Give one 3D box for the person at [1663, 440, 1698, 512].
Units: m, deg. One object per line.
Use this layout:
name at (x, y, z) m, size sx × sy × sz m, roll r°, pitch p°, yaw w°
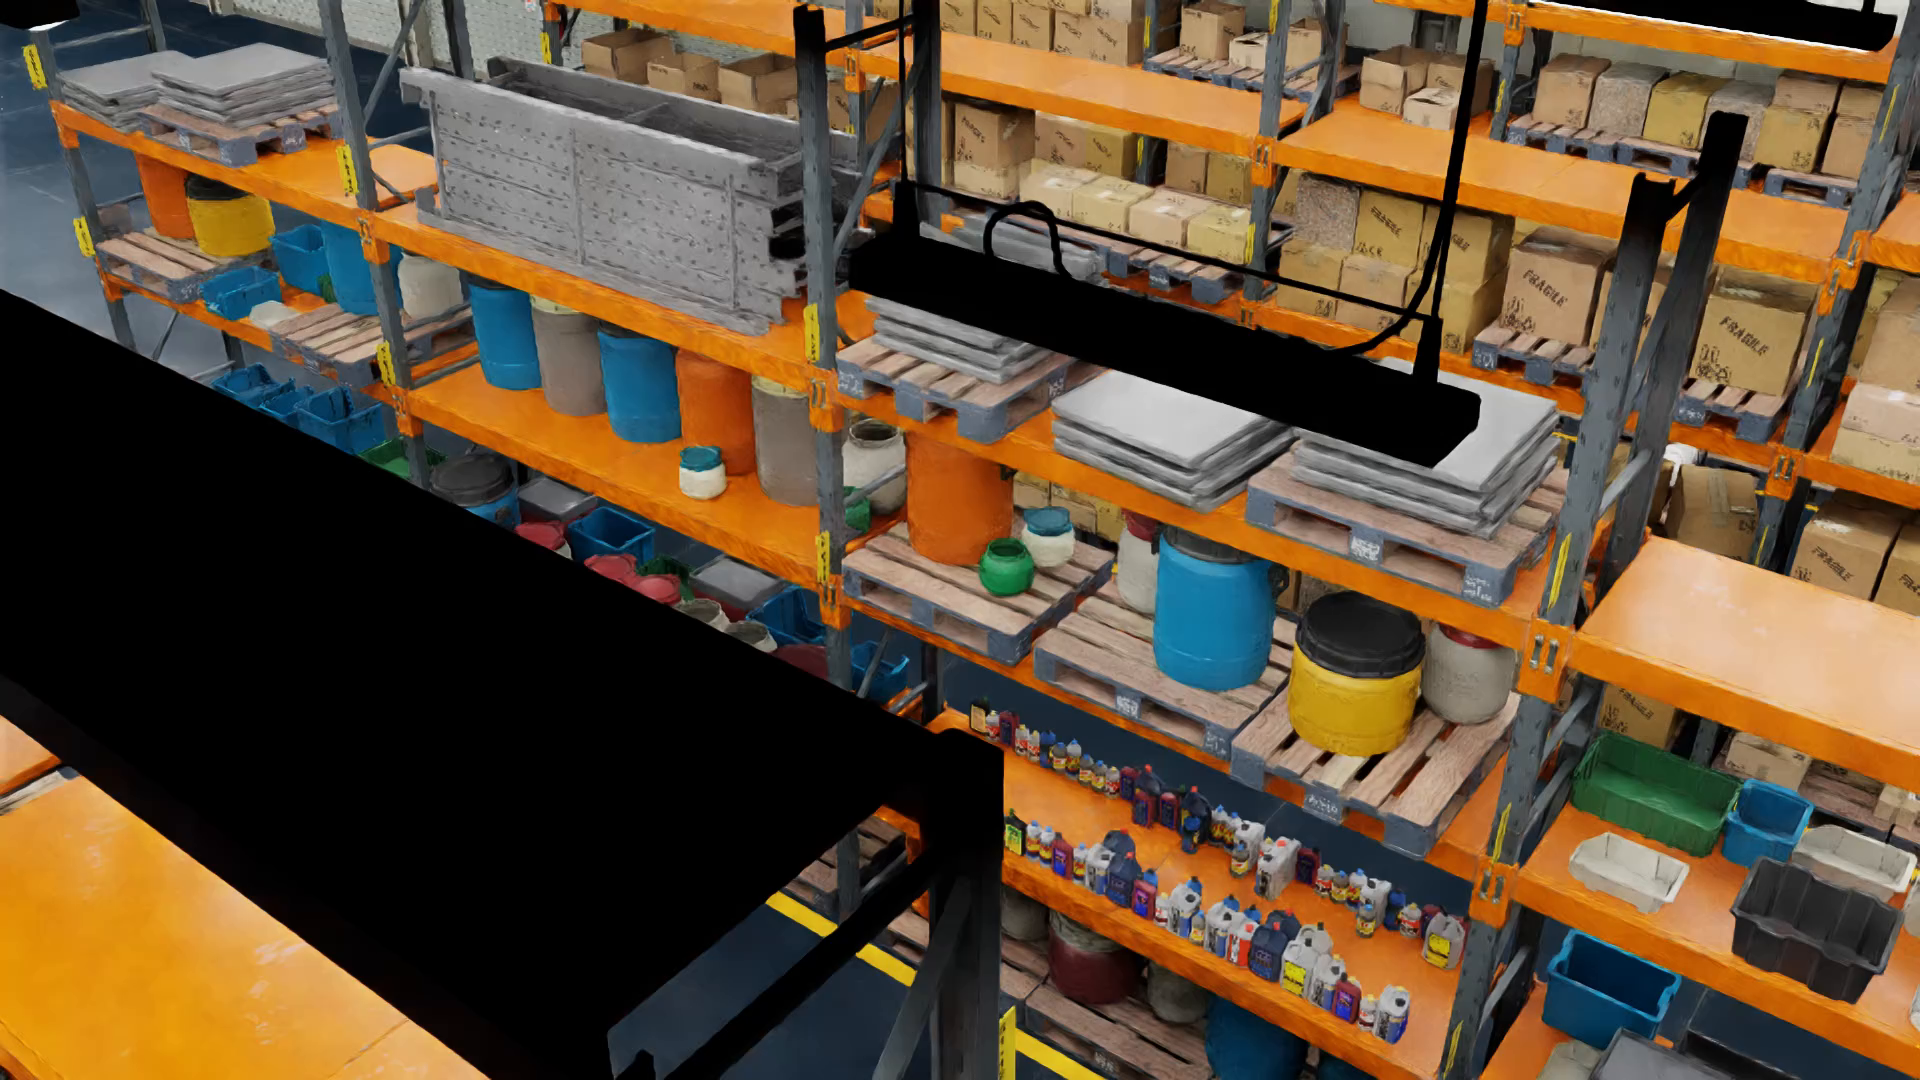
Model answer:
person at (6.004, -0.304, 14.150) m, size 0.575 × 1.714 × 0.719 m, roll 20°, pitch 37°, yaw 30°
